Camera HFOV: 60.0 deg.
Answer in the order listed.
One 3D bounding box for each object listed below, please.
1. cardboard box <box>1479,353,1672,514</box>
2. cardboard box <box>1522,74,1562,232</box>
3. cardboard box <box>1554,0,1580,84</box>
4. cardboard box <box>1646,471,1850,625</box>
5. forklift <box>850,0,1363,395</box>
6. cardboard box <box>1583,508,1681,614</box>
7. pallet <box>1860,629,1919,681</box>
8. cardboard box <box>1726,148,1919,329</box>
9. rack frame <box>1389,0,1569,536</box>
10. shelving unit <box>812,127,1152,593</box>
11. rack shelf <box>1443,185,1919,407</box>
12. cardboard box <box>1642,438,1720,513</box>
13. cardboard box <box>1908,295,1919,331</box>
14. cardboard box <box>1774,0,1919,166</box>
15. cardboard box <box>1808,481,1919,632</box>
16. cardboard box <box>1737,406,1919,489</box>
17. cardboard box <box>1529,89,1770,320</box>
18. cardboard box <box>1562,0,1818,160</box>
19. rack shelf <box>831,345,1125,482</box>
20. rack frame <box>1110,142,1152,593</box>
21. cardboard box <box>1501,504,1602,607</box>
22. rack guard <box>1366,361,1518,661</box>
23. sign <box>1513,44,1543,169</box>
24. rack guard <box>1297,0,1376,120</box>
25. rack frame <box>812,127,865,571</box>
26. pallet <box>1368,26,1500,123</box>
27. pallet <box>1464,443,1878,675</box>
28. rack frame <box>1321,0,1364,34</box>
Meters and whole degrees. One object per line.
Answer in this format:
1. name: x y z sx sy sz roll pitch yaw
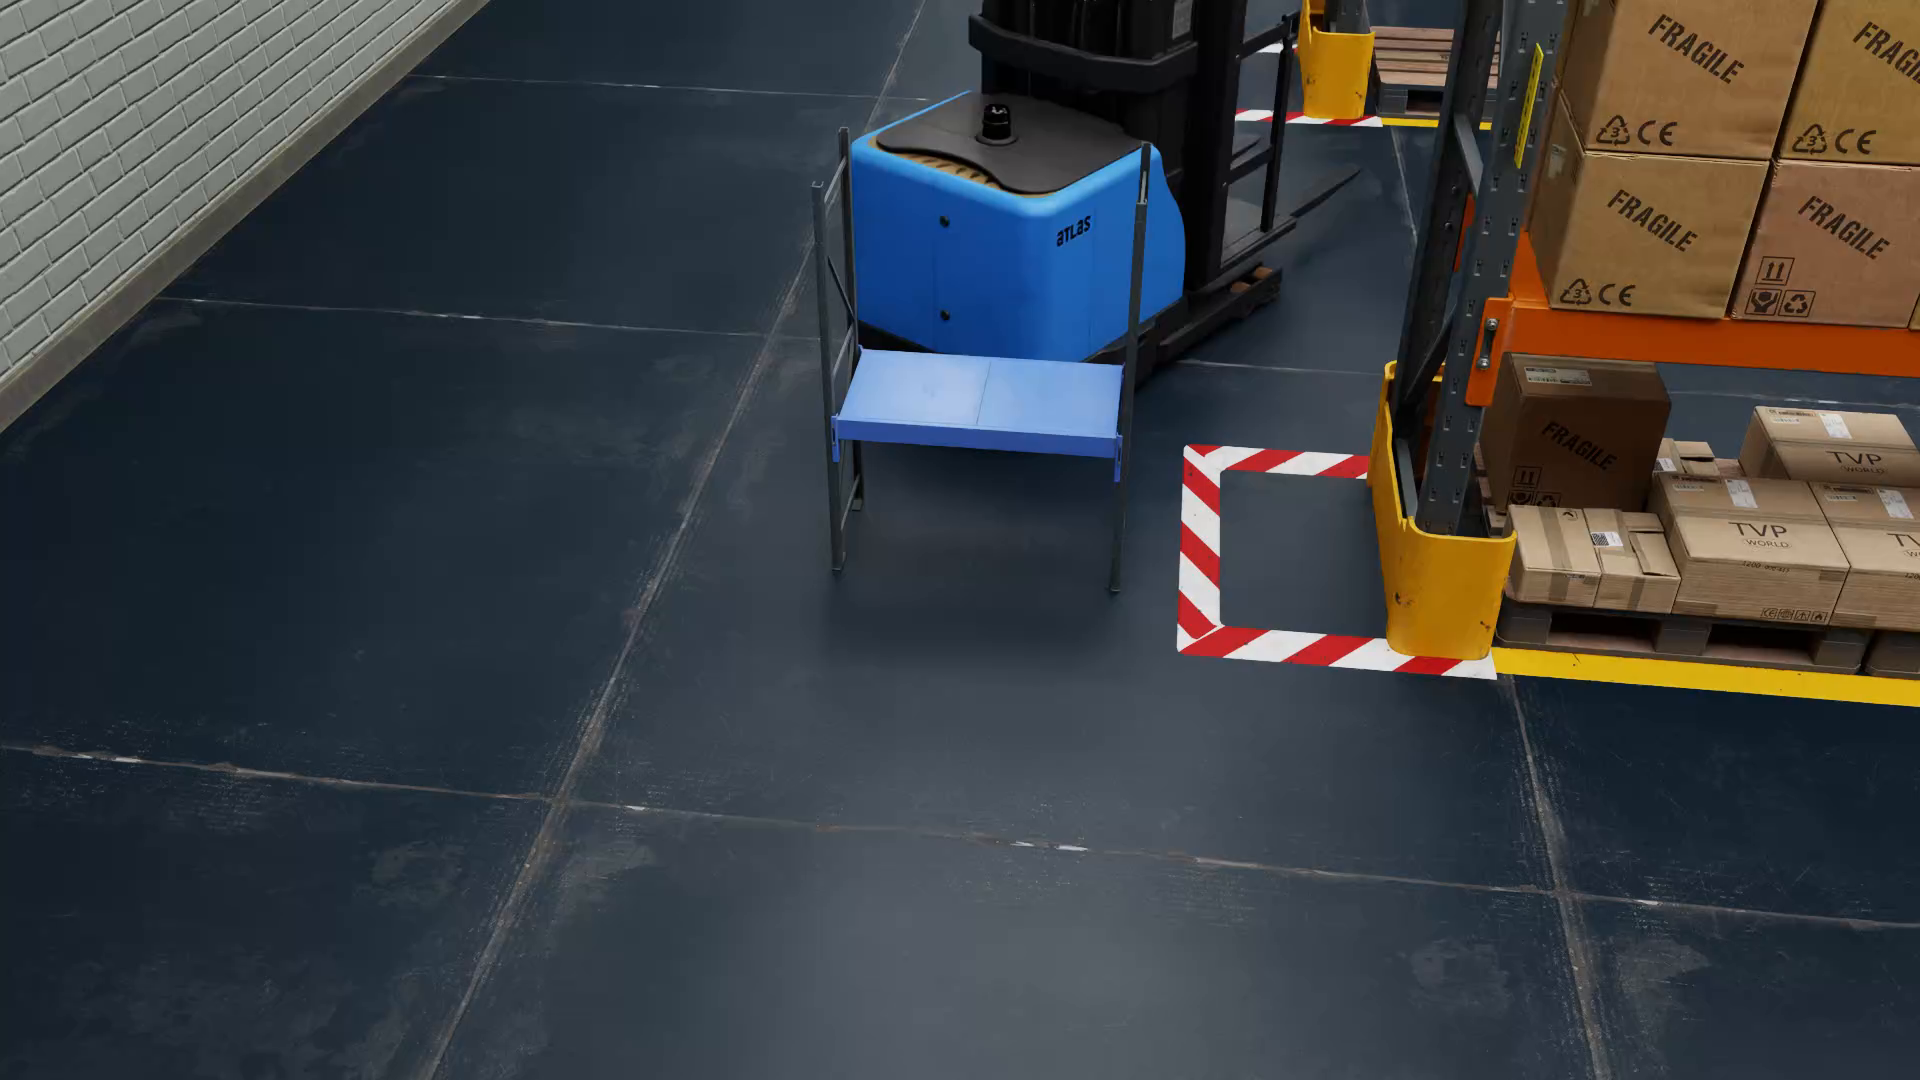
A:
1. cardboard box: 2.212 -0.423 6.034 0.500 0.500 0.500 4 36 6
2. cardboard box: 2.120 -1.324 5.437 0.500 0.500 0.500 5 36 7
3. cardboard box: 2.117 -1.733 5.149 0.500 0.500 0.500 4 36 6
4. cardboard box: 2.640 0.021 5.626 0.500 0.250 0.500 4 36 6
5. forklift: 0.855 -2.383 7.066 1.130 2.935 3.031 26 43 31
6. cardboard box: 2.260 0.062 5.641 0.250 0.166 0.380 4 36 6
7. pallet: 3.714 0.131 5.885 1.213 0.211 1.003 4 36 6
8. cardboard box: 2.560 -0.980 4.956 0.500 0.500 0.500 4 36 5
9. rack frame: 1.641 -1.160 5.293 0.127 3.000 1.000 4 36 6
10. shelving unit: 0.085 -0.604 5.805 1.048 1.500 0.538 4 36 6
11. rack shelf: 3.625 -0.719 5.294 4.000 0.370 1.077 4 36 6
12. cardboard box: 2.602 -0.205 6.016 0.250 0.166 0.380 4 36 6
13. cardboard box: 3.057 -0.942 4.901 0.500 0.500 0.500 4 36 6
14. cardboard box: 2.567 -1.388 4.666 0.500 0.500 0.500 5 36 6
15. cardboard box: 3.136 0.058 5.575 0.500 0.250 0.500 4 36 6
16. cardboard box: 3.150 -0.234 5.983 0.500 0.250 0.500 4 36 6
17. cardboard box: 2.048 -1.016 5.005 0.500 0.500 0.500 5 36 7
18. cardboard box: 2.048 -1.423 4.714 0.500 0.500 0.500 5 36 7
19. rack shelf: 0.085 -0.458 5.910 1.000 0.185 0.538 4 36 6
20. rack frame: 0.589 -0.567 5.753 0.032 1.500 0.500 4 36 6
21. cardboard box: 2.013 0.051 5.672 0.250 0.149 0.380 4 36 6
22. rack guard: 1.716 -0.137 6.011 0.348 0.500 1.175 4 36 6
23. sign: 1.572 -1.199 4.603 0.005 0.325 0.100 4 36 6
24. rack guard: 2.250 -2.990 10.010 0.348 0.500 1.175 4 36 6
25. rack frame: -0.420 -0.642 5.858 0.032 1.500 0.500 4 36 6
26. pallet: 3.089 -2.795 9.985 1.213 0.211 1.003 4 36 6
27. pallet: 2.507 0.040 6.013 1.213 0.211 1.003 4 36 6
28. rack frame: 2.276 -4.013 9.291 0.127 3.000 1.000 4 36 6
